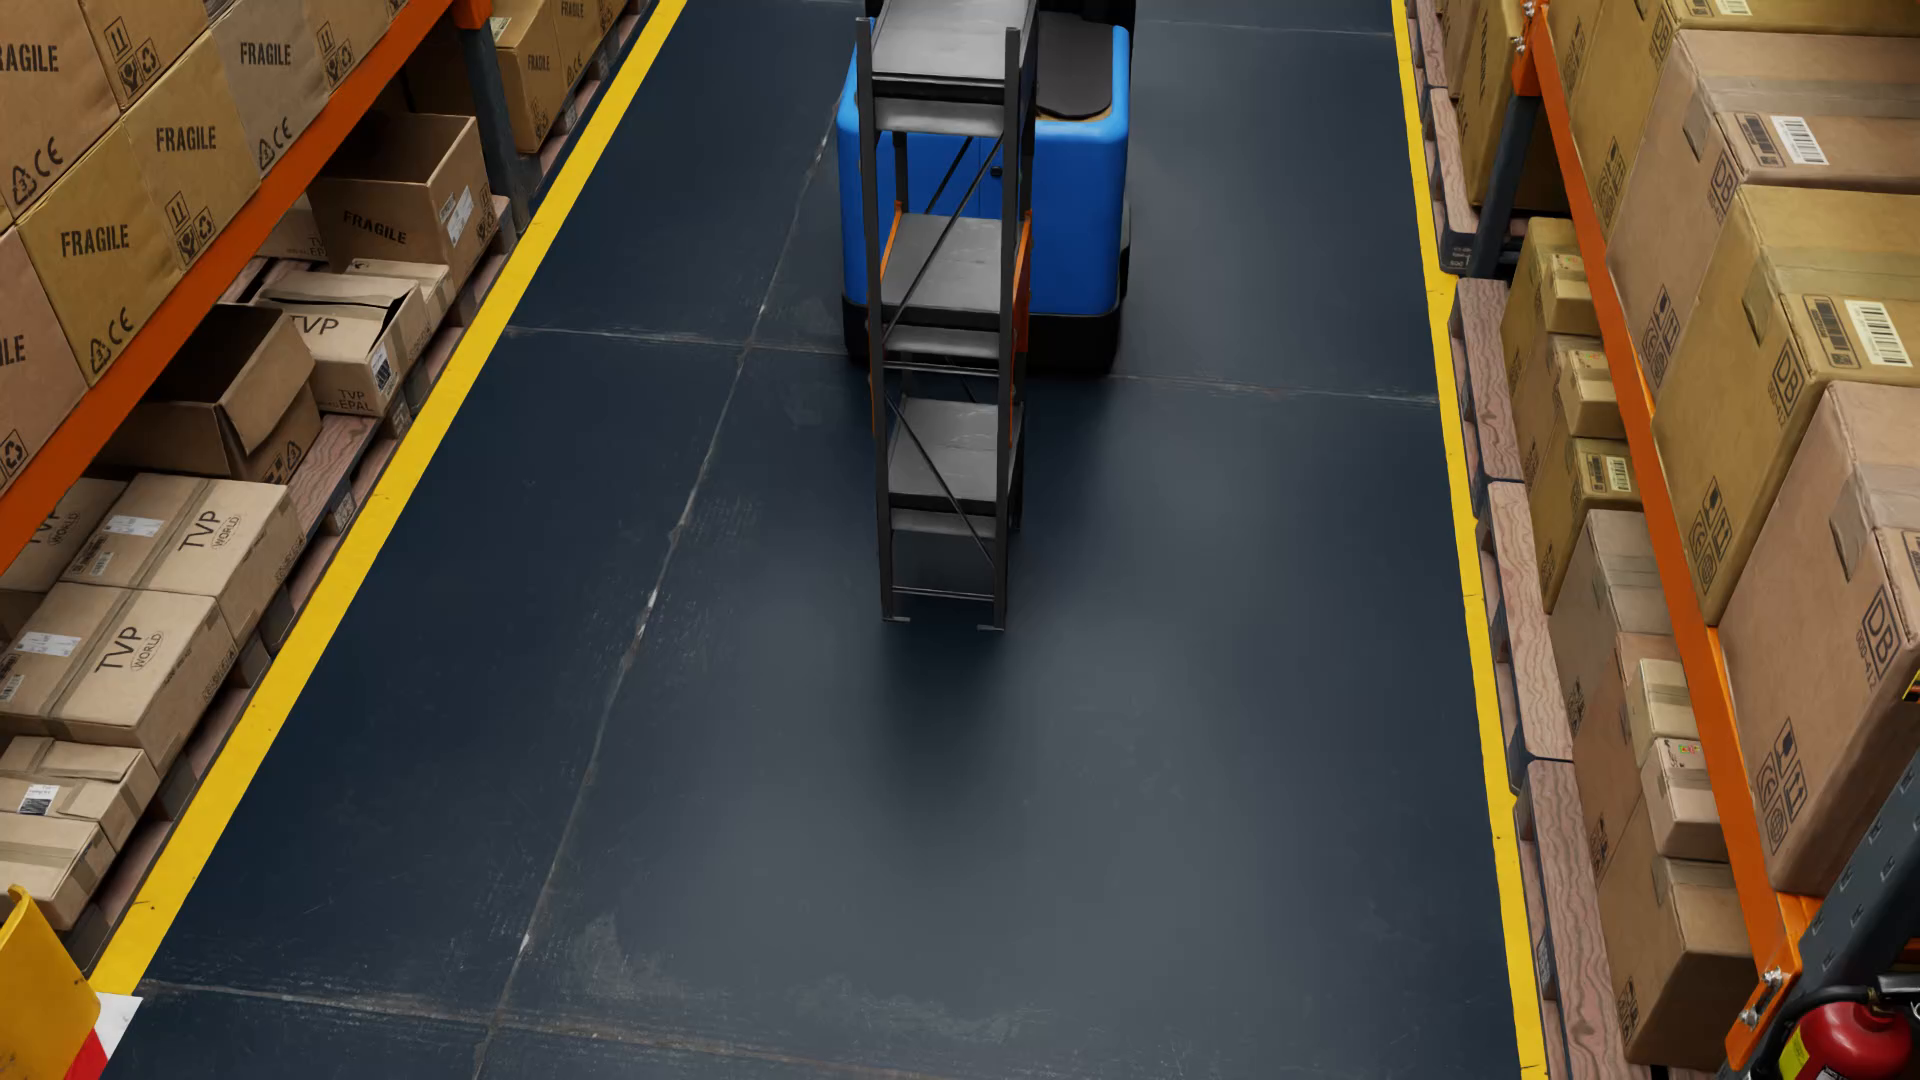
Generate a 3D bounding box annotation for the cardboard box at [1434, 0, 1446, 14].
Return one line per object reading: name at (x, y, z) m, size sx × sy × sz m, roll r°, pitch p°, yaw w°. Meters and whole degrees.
cardboard box at (2.728, -3.042, 8.039) m, size 0.750 × 0.750 × 0.750 m, roll 5°, pitch 44°, yaw 5°

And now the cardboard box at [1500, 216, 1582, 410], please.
cardboard box at (2.348, -0.774, 5.899) m, size 0.700 × 0.500 × 0.500 m, roll 6°, pitch 44°, yaw 6°

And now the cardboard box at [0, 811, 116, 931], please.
cardboard box at (-2.495, 0.870, 4.403) m, size 0.380 × 0.149 × 0.250 m, roll 5°, pitch 44°, yaw 6°

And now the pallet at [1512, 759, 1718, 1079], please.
pallet at (2.048, 1.157, 4.375) m, size 1.003 × 0.211 × 1.213 m, roll 5°, pitch 44°, yaw 6°

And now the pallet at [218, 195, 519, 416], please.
pallet at (-2.454, -0.997, 6.650) m, size 1.003 × 0.211 × 1.213 m, roll 5°, pitch 44°, yaw 6°

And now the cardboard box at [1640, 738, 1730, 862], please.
cardboard box at (1.849, 0.626, 3.948) m, size 0.380 × 0.149 × 0.250 m, roll 5°, pitch 44°, yaw 5°

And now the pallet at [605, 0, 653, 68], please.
pallet at (-2.133, -2.857, 8.613) m, size 1.003 × 0.211 × 1.213 m, roll 5°, pitch 44°, yaw 6°

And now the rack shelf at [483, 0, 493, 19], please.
rack shelf at (-2.098, -3.579, 7.872) m, size 1.077 × 0.370 × 4.000 m, roll 5°, pitch 44°, yaw 6°

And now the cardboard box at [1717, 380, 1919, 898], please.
cardboard box at (2.077, 0.239, 3.098) m, size 0.980 × 0.700 × 0.700 m, roll 7°, pitch 44°, yaw 7°

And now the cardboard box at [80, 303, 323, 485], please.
cardboard box at (-2.605, -0.450, 5.539) m, size 0.797 × 0.503 × 0.637 m, roll 5°, pitch 44°, yaw 6°

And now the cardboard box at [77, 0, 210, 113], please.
cardboard box at (-2.372, -1.473, 4.324) m, size 0.500 × 0.500 × 0.500 m, roll 5°, pitch 44°, yaw 5°

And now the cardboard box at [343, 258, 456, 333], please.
cardboard box at (-2.146, -0.927, 6.301) m, size 0.380 × 0.149 × 0.250 m, roll 5°, pitch 44°, yaw 6°

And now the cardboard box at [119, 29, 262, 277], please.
cardboard box at (-2.371, -1.101, 4.658) m, size 0.500 × 0.500 × 0.500 m, roll 6°, pitch 44°, yaw 6°

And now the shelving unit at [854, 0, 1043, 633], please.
shelving unit at (-0.022, -0.650, 4.909) m, size 0.431 × 2.100 × 0.503 m, roll 5°, pitch 44°, yaw 6°

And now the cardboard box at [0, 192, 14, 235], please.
cardboard box at (-2.509, -0.786, 3.599) m, size 0.500 × 0.500 × 0.500 m, roll 6°, pitch 44°, yaw 6°

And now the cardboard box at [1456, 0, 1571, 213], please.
cardboard box at (2.506, -1.857, 6.787) m, size 0.750 × 0.750 × 0.750 m, roll 6°, pitch 44°, yaw 6°

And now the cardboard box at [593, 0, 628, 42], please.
cardboard box at (-1.924, -2.742, 7.962) m, size 0.500 × 0.500 × 0.500 m, roll 6°, pitch 44°, yaw 6°

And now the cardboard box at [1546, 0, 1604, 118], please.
cardboard box at (2.461, -1.771, 5.220) m, size 0.980 × 0.700 × 0.700 m, roll 6°, pitch 44°, yaw 6°

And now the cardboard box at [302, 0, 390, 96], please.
cardboard box at (-2.241, -1.798, 5.395) m, size 0.500 × 0.500 × 0.500 m, roll 6°, pitch 44°, yaw 7°

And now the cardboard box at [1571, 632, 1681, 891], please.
cardboard box at (2.079, 0.624, 4.422) m, size 0.700 × 0.500 × 0.500 m, roll 5°, pitch 44°, yaw 5°

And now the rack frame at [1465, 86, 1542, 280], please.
rack frame at (2.549, -2.030, 5.712) m, size 1.000 × 3.000 × 0.127 m, roll 5°, pitch 44°, yaw 6°

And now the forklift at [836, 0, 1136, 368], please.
forklift at (0.182, -2.726, 6.497) m, size 1.130 × 2.935 × 3.031 m, roll 3°, pitch 44°, yaw 3°

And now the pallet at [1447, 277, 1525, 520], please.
pallet at (2.370, -0.506, 6.131) m, size 1.003 × 0.211 × 1.213 m, roll 5°, pitch 44°, yaw 6°

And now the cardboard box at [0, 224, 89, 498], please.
cardboard box at (-2.508, -0.418, 3.937) m, size 0.500 × 0.500 × 0.500 m, roll 5°, pitch 44°, yaw 5°

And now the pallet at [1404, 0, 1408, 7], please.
pallet at (2.898, -3.213, 8.990) m, size 1.003 × 0.211 × 1.213 m, roll 5°, pitch 44°, yaw 6°

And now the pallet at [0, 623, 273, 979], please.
pallet at (-2.776, 0.666, 4.893) m, size 1.003 × 0.211 × 1.213 m, roll 5°, pitch 44°, yaw 6°

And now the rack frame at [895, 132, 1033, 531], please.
rack frame at (0.010, -0.816, 5.085) m, size 0.400 × 2.100 × 0.015 m, roll 5°, pitch 44°, yaw 6°

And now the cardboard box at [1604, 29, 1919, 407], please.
cardboard box at (2.272, -0.777, 4.171) m, size 0.980 × 0.700 × 0.700 m, roll 3°, pitch 44°, yaw 3°

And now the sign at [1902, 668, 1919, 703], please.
sign at (1.484, 0.131, 2.416) m, size 0.100 × 0.325 × 0.005 m, roll 5°, pitch 44°, yaw 6°

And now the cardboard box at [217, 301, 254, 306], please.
cardboard box at (-2.737, -0.752, 6.103) m, size 0.380 × 0.166 × 0.250 m, roll 5°, pitch 44°, yaw 6°

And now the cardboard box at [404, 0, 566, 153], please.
cardboard box at (-2.057, -2.037, 7.218) m, size 0.500 × 0.500 × 0.500 m, roll 3°, pitch 44°, yaw 4°

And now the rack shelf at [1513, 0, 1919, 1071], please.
rack shelf at (2.284, -0.406, 4.520) m, size 1.077 × 0.370 × 4.000 m, roll 5°, pitch 44°, yaw 6°

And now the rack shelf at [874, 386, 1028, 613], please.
rack shelf at (-0.022, -0.131, 5.400) m, size 0.431 × 0.518 × 0.480 m, roll 5°, pitch 44°, yaw 6°

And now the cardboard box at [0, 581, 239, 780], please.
cardboard box at (-2.472, 0.402, 4.824) m, size 0.500 × 0.250 × 0.500 m, roll 5°, pitch 44°, yaw 6°

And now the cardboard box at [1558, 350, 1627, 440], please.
cardboard box at (2.053, -0.437, 5.071) m, size 0.380 × 0.149 × 0.250 m, roll 4°, pitch 44°, yaw 4°

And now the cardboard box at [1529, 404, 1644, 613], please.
cardboard box at (2.208, -0.083, 5.168) m, size 0.700 × 0.500 × 0.500 m, roll 6°, pitch 44°, yaw 6°
